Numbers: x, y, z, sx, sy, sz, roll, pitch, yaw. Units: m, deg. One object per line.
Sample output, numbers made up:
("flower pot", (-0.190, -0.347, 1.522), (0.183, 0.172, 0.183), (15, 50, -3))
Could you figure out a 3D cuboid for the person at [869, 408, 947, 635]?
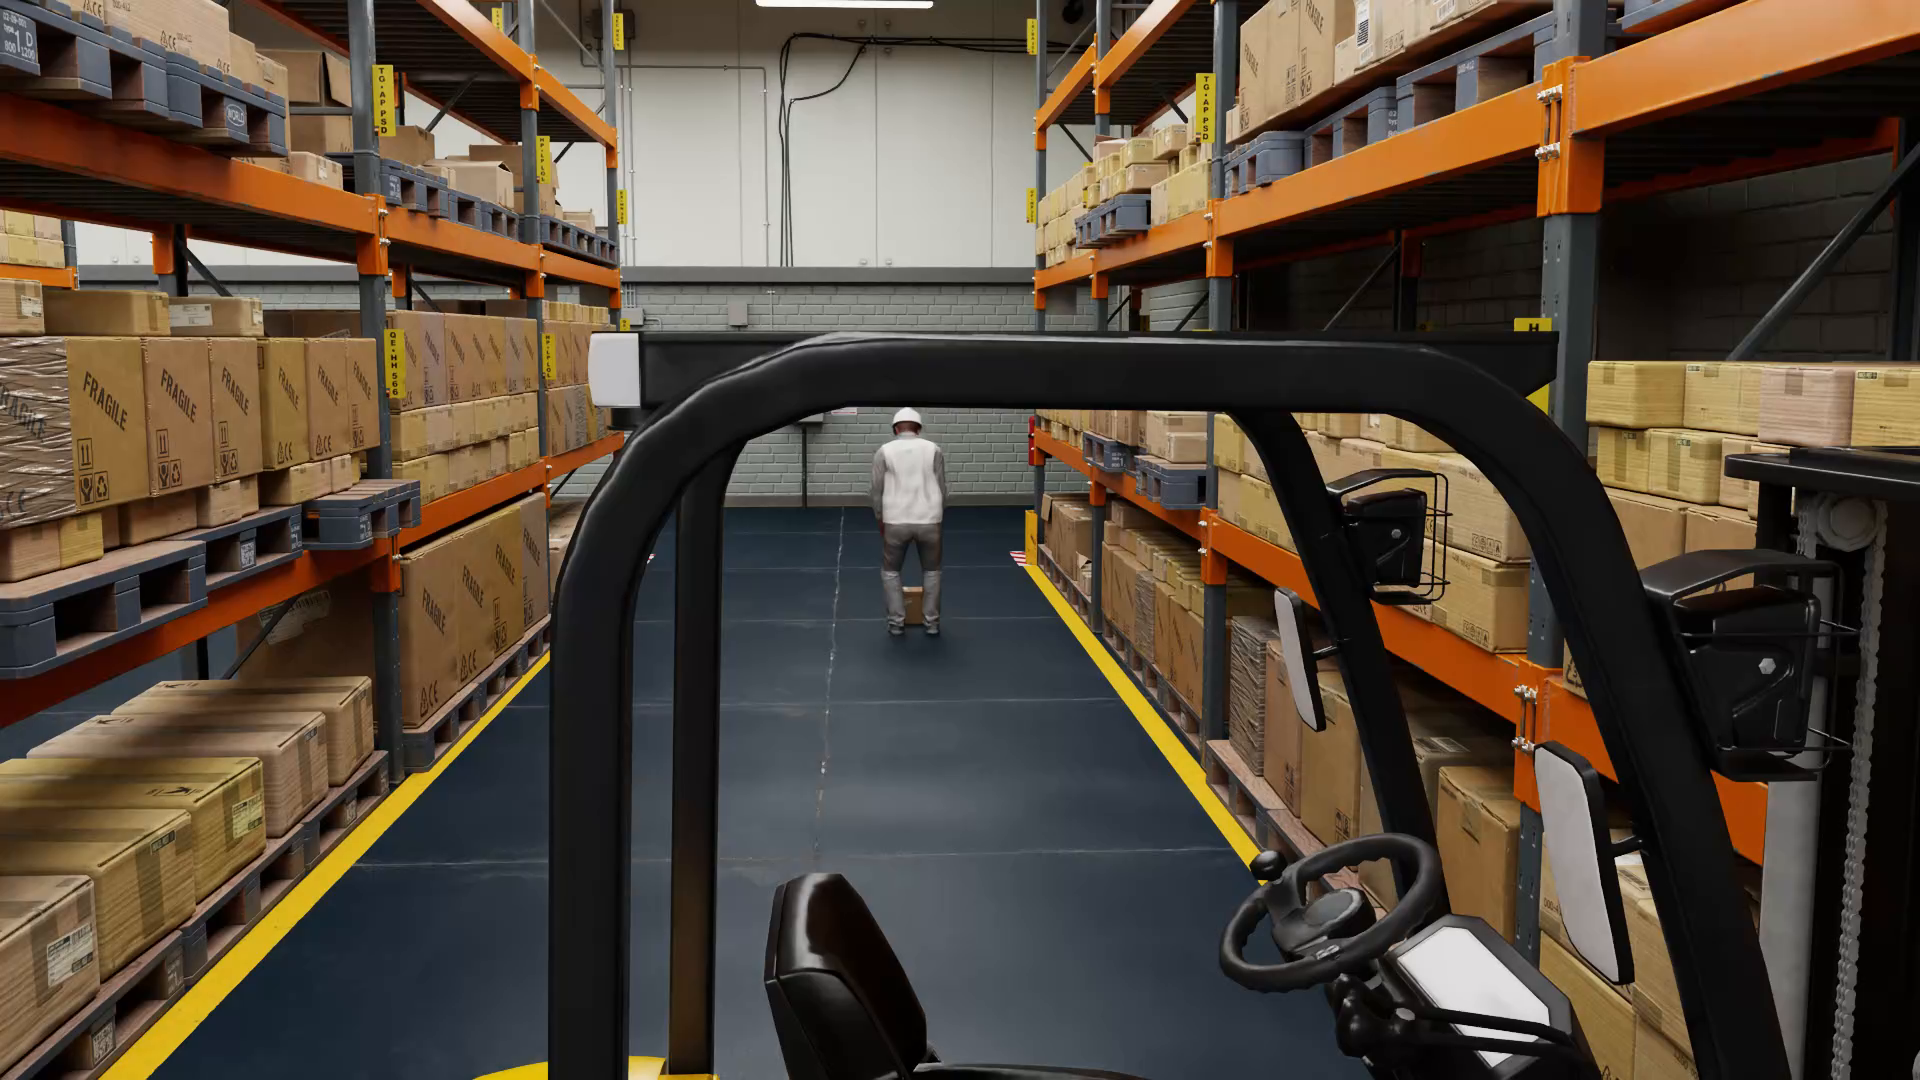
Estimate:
("person", (-0.382, -0.139, 12.294), (0.574, 1.665, 0.559), (0, 7, -2))
